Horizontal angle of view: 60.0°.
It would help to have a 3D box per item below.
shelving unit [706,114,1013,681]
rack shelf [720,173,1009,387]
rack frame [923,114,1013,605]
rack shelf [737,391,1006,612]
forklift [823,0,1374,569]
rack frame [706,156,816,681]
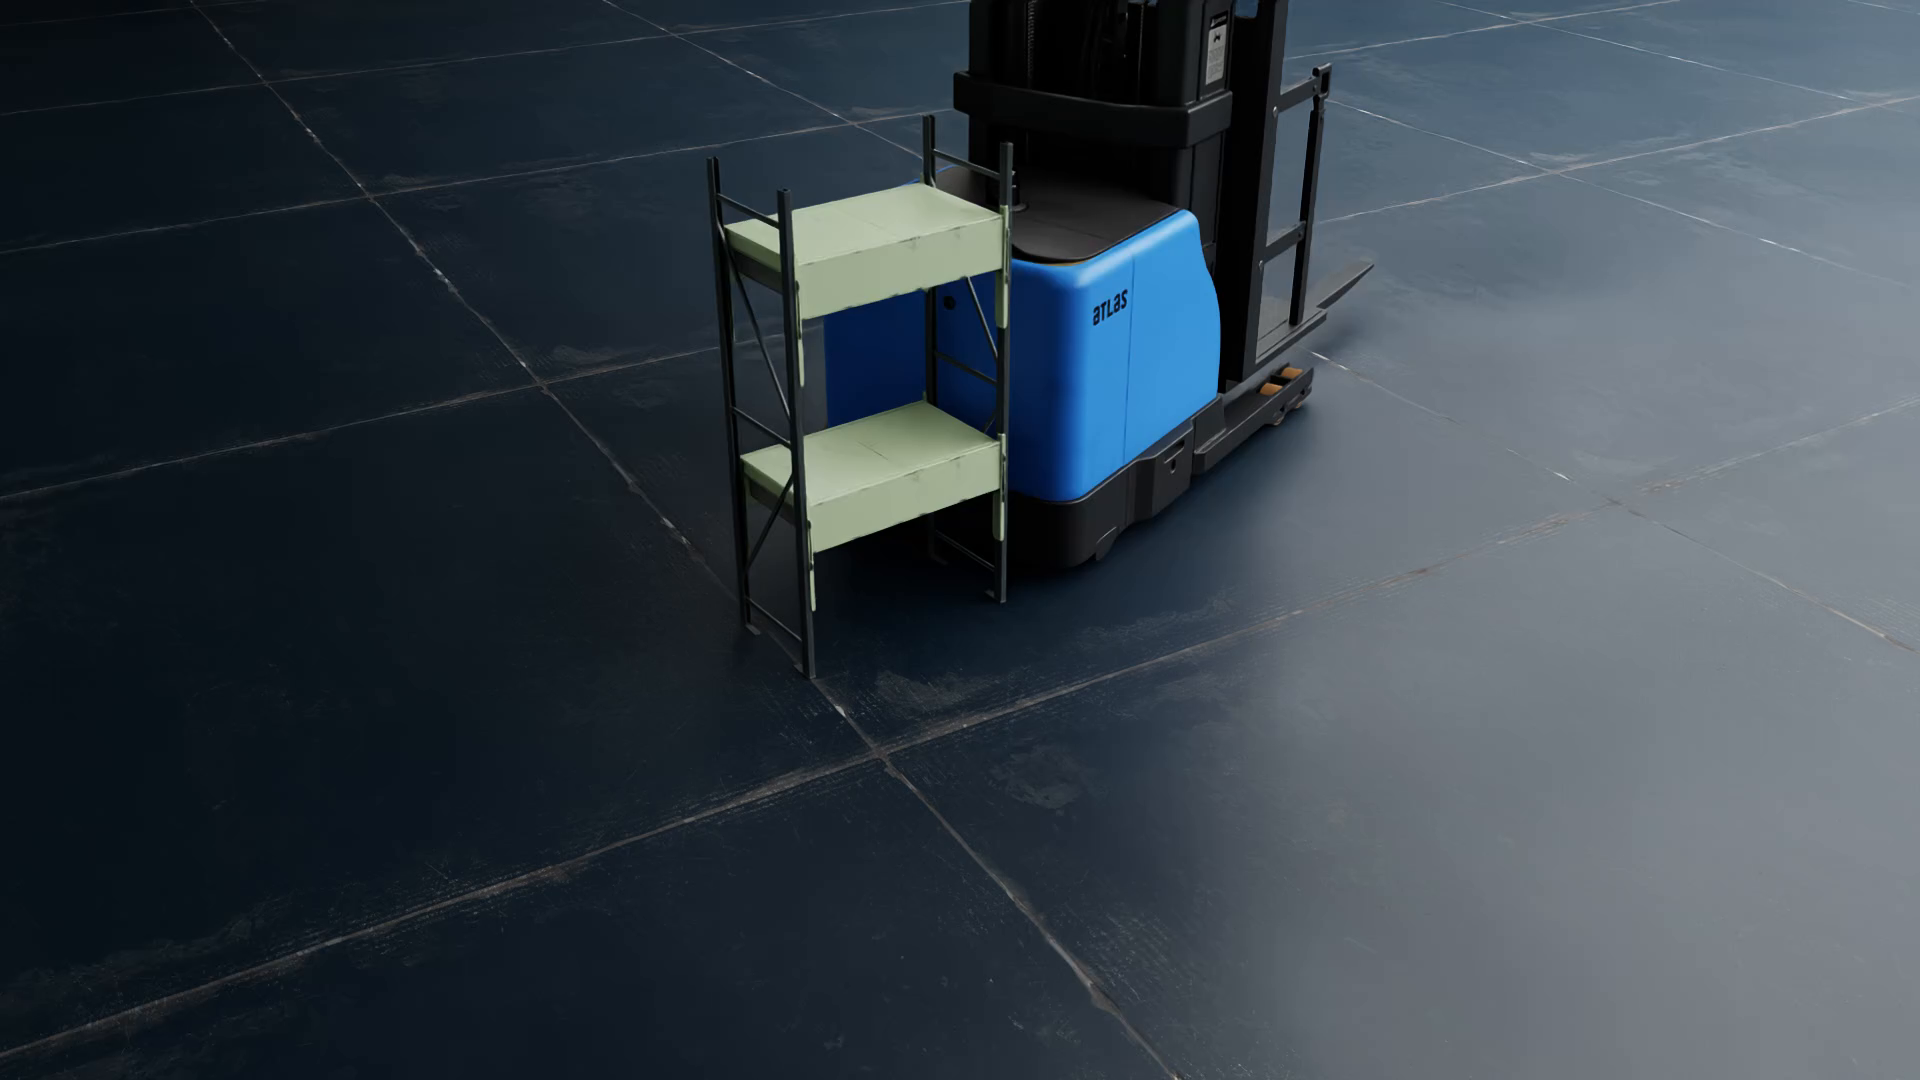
[{"bbox_3d":[-0.272,-0.421,4.961,0.755,1.500,0.431,-20,35,-32],"label":"shelving unit"},{"bbox_3d":[-0.272,-0.763,4.772,0.720,0.370,0.431,-20,35,-32],"label":"rack shelf"},{"bbox_3d":[0.019,-0.528,5.155,0.023,1.500,0.400,-20,35,-32],"label":"rack frame"},{"bbox_3d":[-0.272,-0.136,5.118,0.720,0.370,0.431,-20,35,-32],"label":"rack shelf"},{"bbox_3d":[0.767,-1.852,6.073,1.130,2.935,3.031,18,34,30],"label":"forklift"},{"bbox_3d":[-0.564,-0.314,4.767,0.023,1.500,0.400,-20,35,-32],"label":"rack frame"}]
